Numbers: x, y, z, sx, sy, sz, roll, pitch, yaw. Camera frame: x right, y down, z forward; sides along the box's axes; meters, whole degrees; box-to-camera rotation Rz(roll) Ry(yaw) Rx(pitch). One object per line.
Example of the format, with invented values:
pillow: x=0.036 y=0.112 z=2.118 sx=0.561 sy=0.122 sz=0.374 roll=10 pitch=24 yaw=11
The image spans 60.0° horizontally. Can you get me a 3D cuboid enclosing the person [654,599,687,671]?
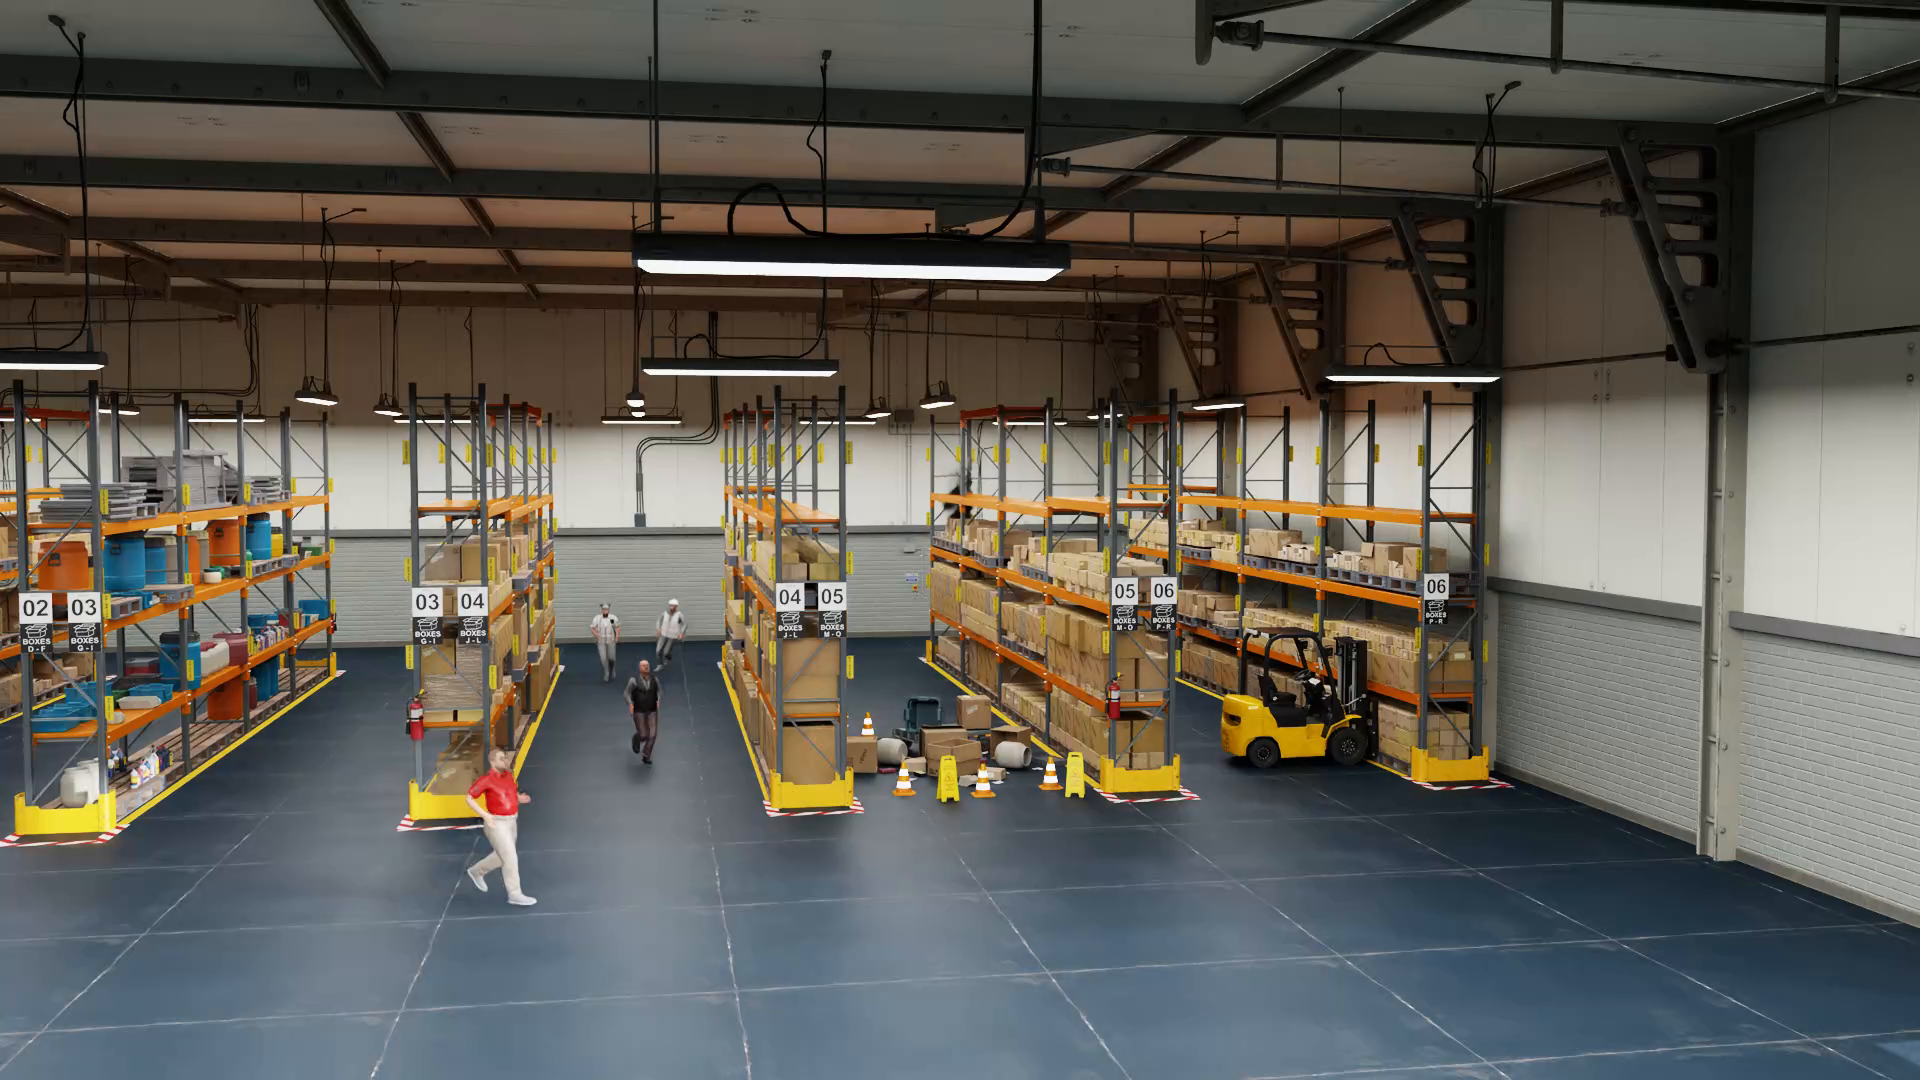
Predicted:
person: x=-6.733 y=2.215 z=38.720 sx=0.746 sy=1.689 sz=0.544 roll=0 pitch=3 yaw=9

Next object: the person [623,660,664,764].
person: x=-5.141 y=2.796 z=27.109 sx=0.659 sy=1.679 sz=0.586 roll=-1 pitch=3 yaw=-27

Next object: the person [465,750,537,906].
person: x=-5.153 y=3.191 z=18.593 sx=0.953 sy=1.700 sz=0.672 roll=1 pitch=3 yaw=17

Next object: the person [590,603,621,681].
person: x=-7.877 y=2.257 z=36.935 sx=0.666 sy=1.743 sz=0.595 roll=-1 pitch=3 yaw=-12
